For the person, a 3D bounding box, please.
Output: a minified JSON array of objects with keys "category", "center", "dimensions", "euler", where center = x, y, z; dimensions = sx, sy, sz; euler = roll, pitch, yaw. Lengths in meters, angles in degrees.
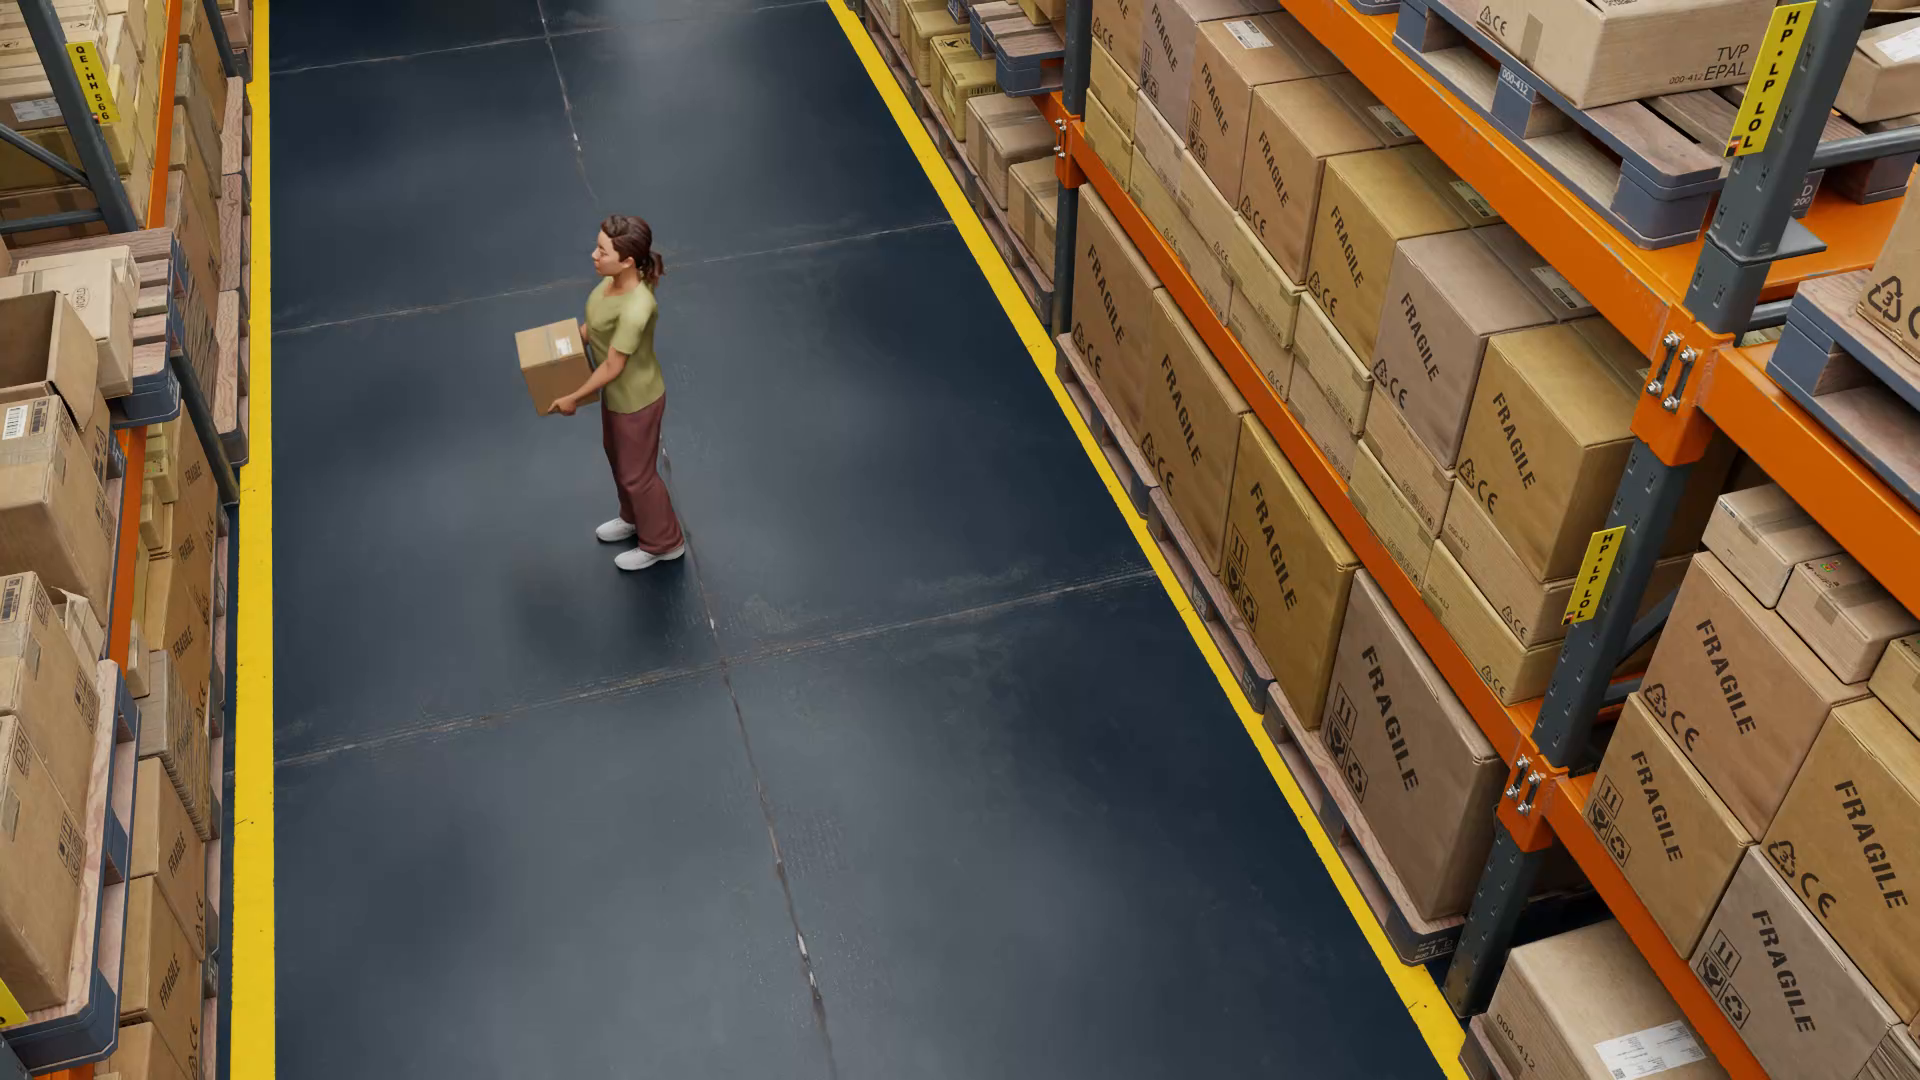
[{"category":"person","center":[-1.411,-0.586,6.813],"dimensions":[0.554,1.662,0.426],"euler":[-11,44,-12]}]
